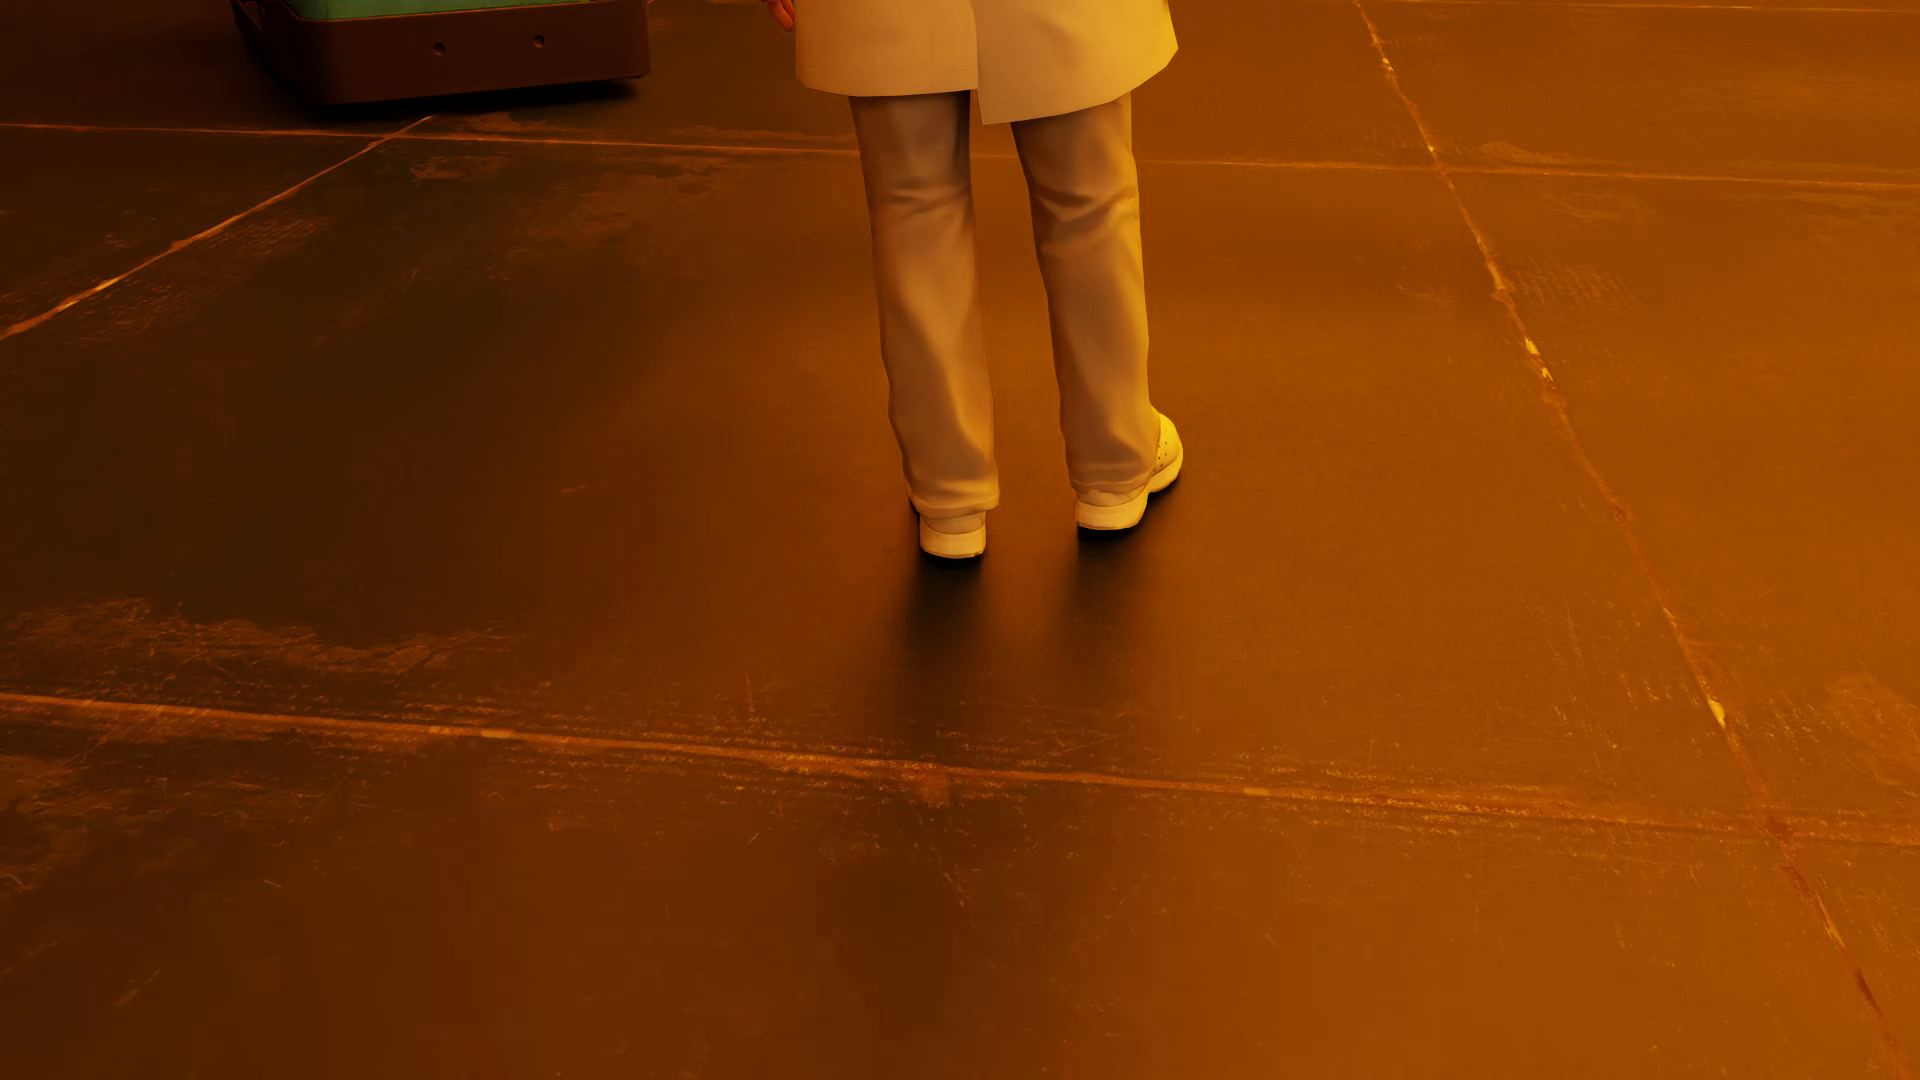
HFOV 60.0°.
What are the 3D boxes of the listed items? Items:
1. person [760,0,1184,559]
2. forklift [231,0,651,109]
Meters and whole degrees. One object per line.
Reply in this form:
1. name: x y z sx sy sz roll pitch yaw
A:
1. person: 0.017 -0.841 2.180 0.696 1.775 0.581 3 27 7
2. forklift: -2.120 -3.228 5.687 1.130 2.935 3.031 -13 29 -24
